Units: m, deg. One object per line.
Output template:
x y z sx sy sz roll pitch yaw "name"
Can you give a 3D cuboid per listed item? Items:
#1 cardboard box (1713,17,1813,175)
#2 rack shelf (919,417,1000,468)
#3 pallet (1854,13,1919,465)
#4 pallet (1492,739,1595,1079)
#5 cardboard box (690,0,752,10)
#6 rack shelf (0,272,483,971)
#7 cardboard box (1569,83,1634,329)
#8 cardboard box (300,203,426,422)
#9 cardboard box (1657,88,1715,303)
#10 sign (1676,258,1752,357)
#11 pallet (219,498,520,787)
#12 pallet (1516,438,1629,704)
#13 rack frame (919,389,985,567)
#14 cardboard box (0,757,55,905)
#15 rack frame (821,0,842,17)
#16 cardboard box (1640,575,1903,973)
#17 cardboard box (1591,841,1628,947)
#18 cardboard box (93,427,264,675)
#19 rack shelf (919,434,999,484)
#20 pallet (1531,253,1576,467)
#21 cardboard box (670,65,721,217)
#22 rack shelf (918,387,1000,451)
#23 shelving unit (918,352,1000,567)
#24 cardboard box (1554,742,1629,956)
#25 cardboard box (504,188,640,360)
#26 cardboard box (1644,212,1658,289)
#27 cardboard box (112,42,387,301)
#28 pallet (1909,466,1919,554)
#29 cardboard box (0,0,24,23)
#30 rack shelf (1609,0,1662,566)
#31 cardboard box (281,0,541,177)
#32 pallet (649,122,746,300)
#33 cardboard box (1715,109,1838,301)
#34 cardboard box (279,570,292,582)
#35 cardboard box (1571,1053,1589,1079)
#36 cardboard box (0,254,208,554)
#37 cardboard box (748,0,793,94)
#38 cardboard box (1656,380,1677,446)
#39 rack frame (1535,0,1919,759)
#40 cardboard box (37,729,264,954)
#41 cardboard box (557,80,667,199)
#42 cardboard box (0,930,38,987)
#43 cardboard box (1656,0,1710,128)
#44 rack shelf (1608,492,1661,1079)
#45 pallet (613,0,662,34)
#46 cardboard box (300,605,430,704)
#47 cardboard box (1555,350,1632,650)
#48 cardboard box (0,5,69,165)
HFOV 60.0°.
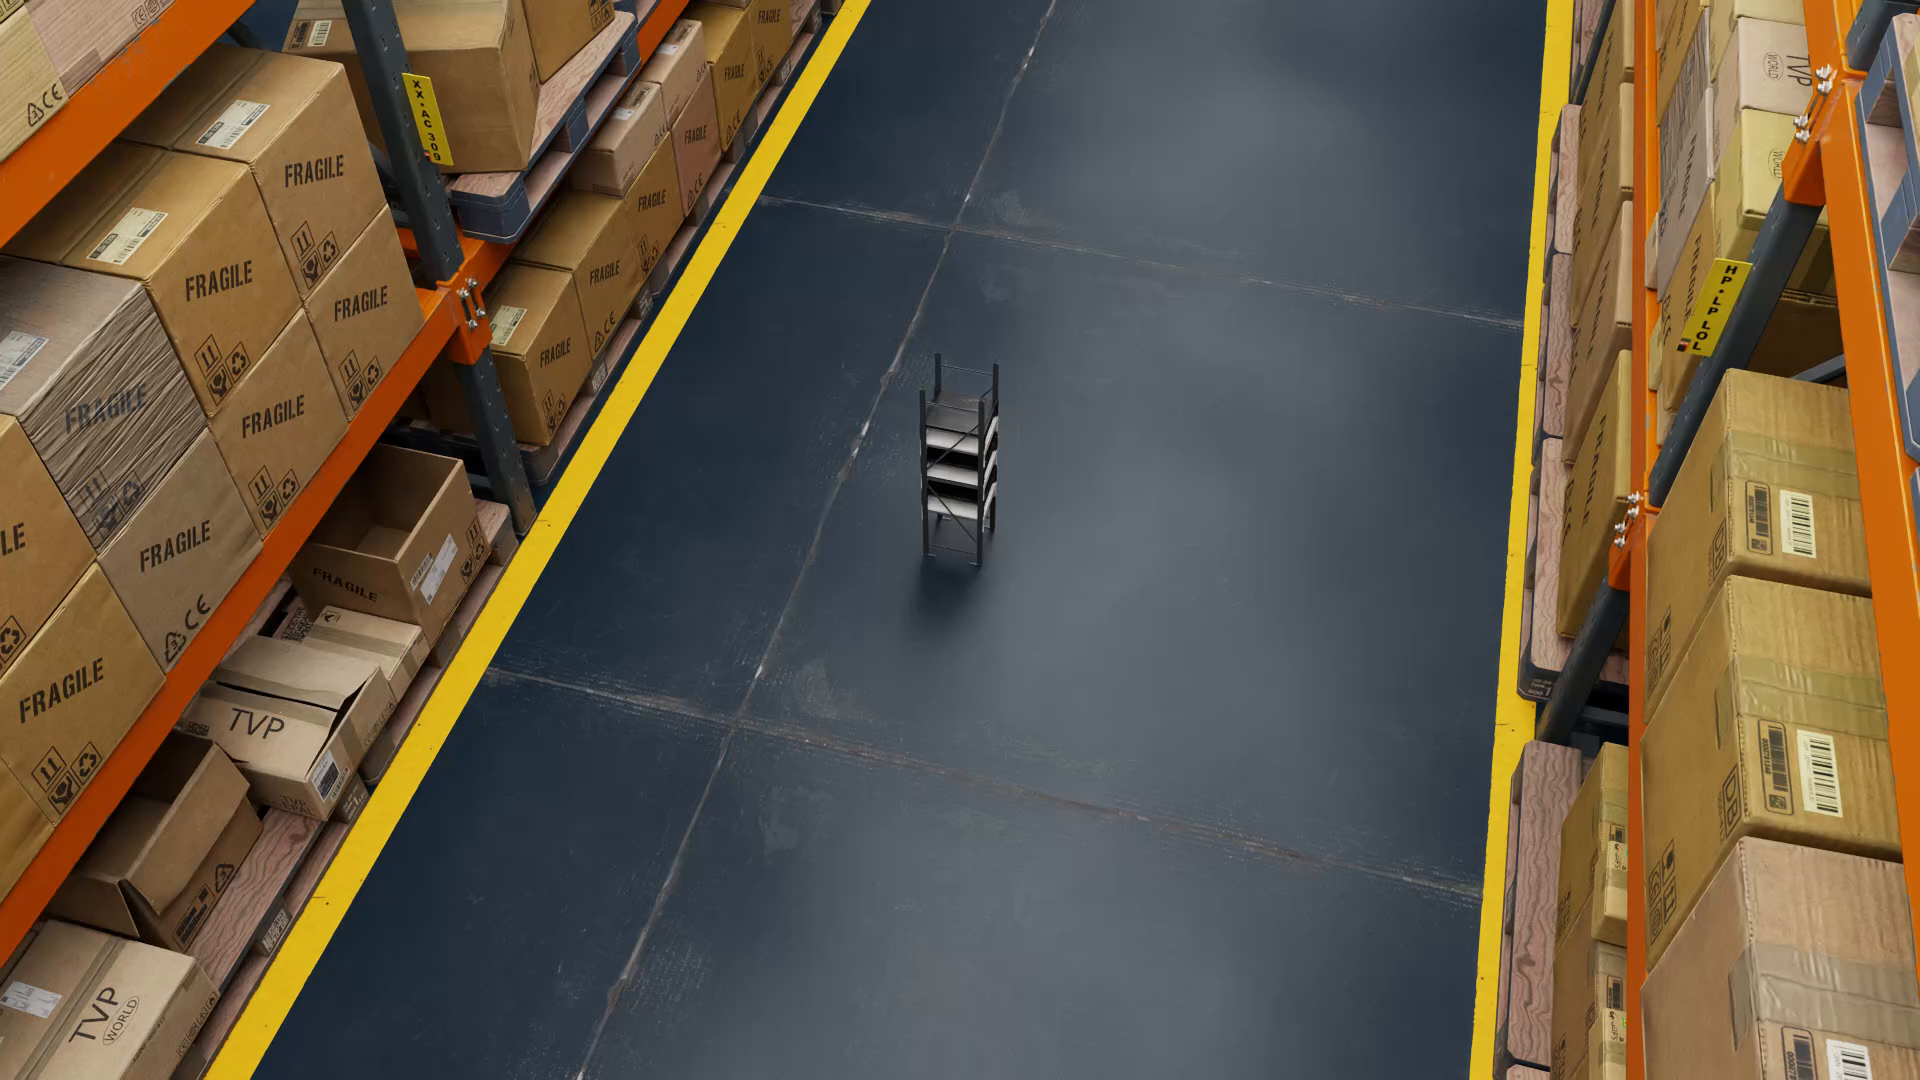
2.588 -1.312 5.047 0.500 0.250 0.500 13 50 11 "cardboard box"
-0.002 -0.389 6.216 0.258 0.077 0.200 12 50 10 "rack shelf"
2.343 -0.542 3.206 1.003 0.211 1.213 12 50 10 "pallet"
2.293 1.288 5.391 1.003 0.211 1.213 12 50 10 "pallet"
-1.189 -2.839 8.048 0.500 0.250 0.500 13 50 11 "cardboard box"
-2.738 0.541 4.671 1.077 0.370 4.000 12 50 10 "rack shelf"
3.064 -1.352 7.015 0.750 0.750 0.750 11 50 10 "cardboard box"
-2.096 -0.765 5.276 0.500 0.500 0.500 12 50 11 "cardboard box"
2.571 -1.062 5.327 0.500 0.500 0.500 12 50 10 "cardboard box"
2.042 -0.626 4.501 0.100 0.325 0.005 12 50 10 "sign"
-2.393 0.276 6.285 1.003 0.211 1.213 12 50 10 "pallet"
2.699 0.181 6.369 1.003 0.211 1.213 12 50 10 "pallet"
-0.029 -0.218 6.261 0.240 0.900 0.006 12 50 10 "rack frame"
-2.628 0.711 3.974 0.500 0.500 0.500 11 50 10 "cardboard box"
-1.159 -4.037 8.231 1.000 3.000 0.127 12 50 10 "rack frame"
2.212 0.648 3.896 0.980 0.700 0.700 10 49 9 "cardboard box"
2.006 1.037 4.707 0.380 0.149 0.250 13 50 11 "cardboard box"
-2.363 -0.020 4.619 0.500 0.500 0.500 13 50 11 "cardboard box"
-0.002 -0.329 6.284 0.258 0.077 0.200 12 50 10 "rack shelf"
3.018 -0.705 7.150 1.003 0.211 1.213 12 50 10 "pallet"
-1.447 -1.878 7.699 0.500 0.500 0.500 10 49 9 "cardboard box"
-0.002 -0.449 6.149 0.258 0.077 0.200 12 50 10 "rack shelf"
-0.002 -0.292 6.326 0.258 0.900 0.210 12 50 10 "shelving unit"
2.273 1.040 5.138 0.700 0.500 0.500 12 50 11 "cardboard box"
-1.720 -1.152 7.059 0.500 0.500 0.500 12 50 11 "cardboard box"
2.552 -0.961 5.671 0.380 0.149 0.250 12 50 10 "cardboard box"
-2.095 -1.091 4.897 0.500 0.500 0.500 12 50 10 "cardboard box"
2.020 0.337 2.429 1.003 0.211 1.213 12 50 10 "pallet"
-2.346 -1.125 3.427 0.500 0.250 0.500 12 50 10 "cardboard box"
3.095 -1.378 6.364 1.077 0.370 4.000 12 50 10 "rack shelf"
-1.871 -1.614 5.746 0.700 0.500 0.500 -3 49 -3 "cardboard box"
-1.715 -1.702 8.030 1.003 0.211 1.213 12 50 10 "pallet"
2.444 -0.944 4.722 0.500 0.250 0.500 13 50 11 "cardboard box"
-2.531 -0.139 6.291 0.500 0.311 0.500 12 50 10 "cardboard box"
2.000 1.773 4.490 0.700 0.500 0.500 13 50 11 "cardboard box"
-2.360 -0.355 4.248 0.500 0.500 0.500 12 50 10 "cardboard box"
-1.179 -2.633 8.366 0.500 0.500 0.500 13 50 12 "cardboard box"
2.384 -0.393 5.169 0.380 0.149 0.250 12 50 10 "cardboard box"
2.568 -0.169 4.817 1.000 3.000 0.127 12 50 10 "rack frame"
-2.701 0.897 5.248 0.797 0.503 0.637 12 50 10 "cardboard box"
-1.586 -1.736 7.074 0.500 0.250 0.500 12 50 10 "cardboard box"
-3.080 1.391 4.981 0.500 0.250 0.500 12 50 10 "cardboard box"
2.838 -1.786 5.966 0.500 0.500 0.500 13 50 11 "cardboard box"
2.042 1.516 3.810 1.077 0.370 4.000 12 50 10 "rack shelf"
-1.666 -2.566 7.061 1.003 0.211 1.213 12 50 10 "pallet"
-2.129 0.405 5.919 0.380 0.149 0.250 12 50 10 "cardboard box"
2.614 -0.092 5.903 0.750 0.750 0.750 12 50 10 "cardboard box"
-2.348 -0.960 3.615 0.500 0.250 0.500 12 50 10 "cardboard box"
